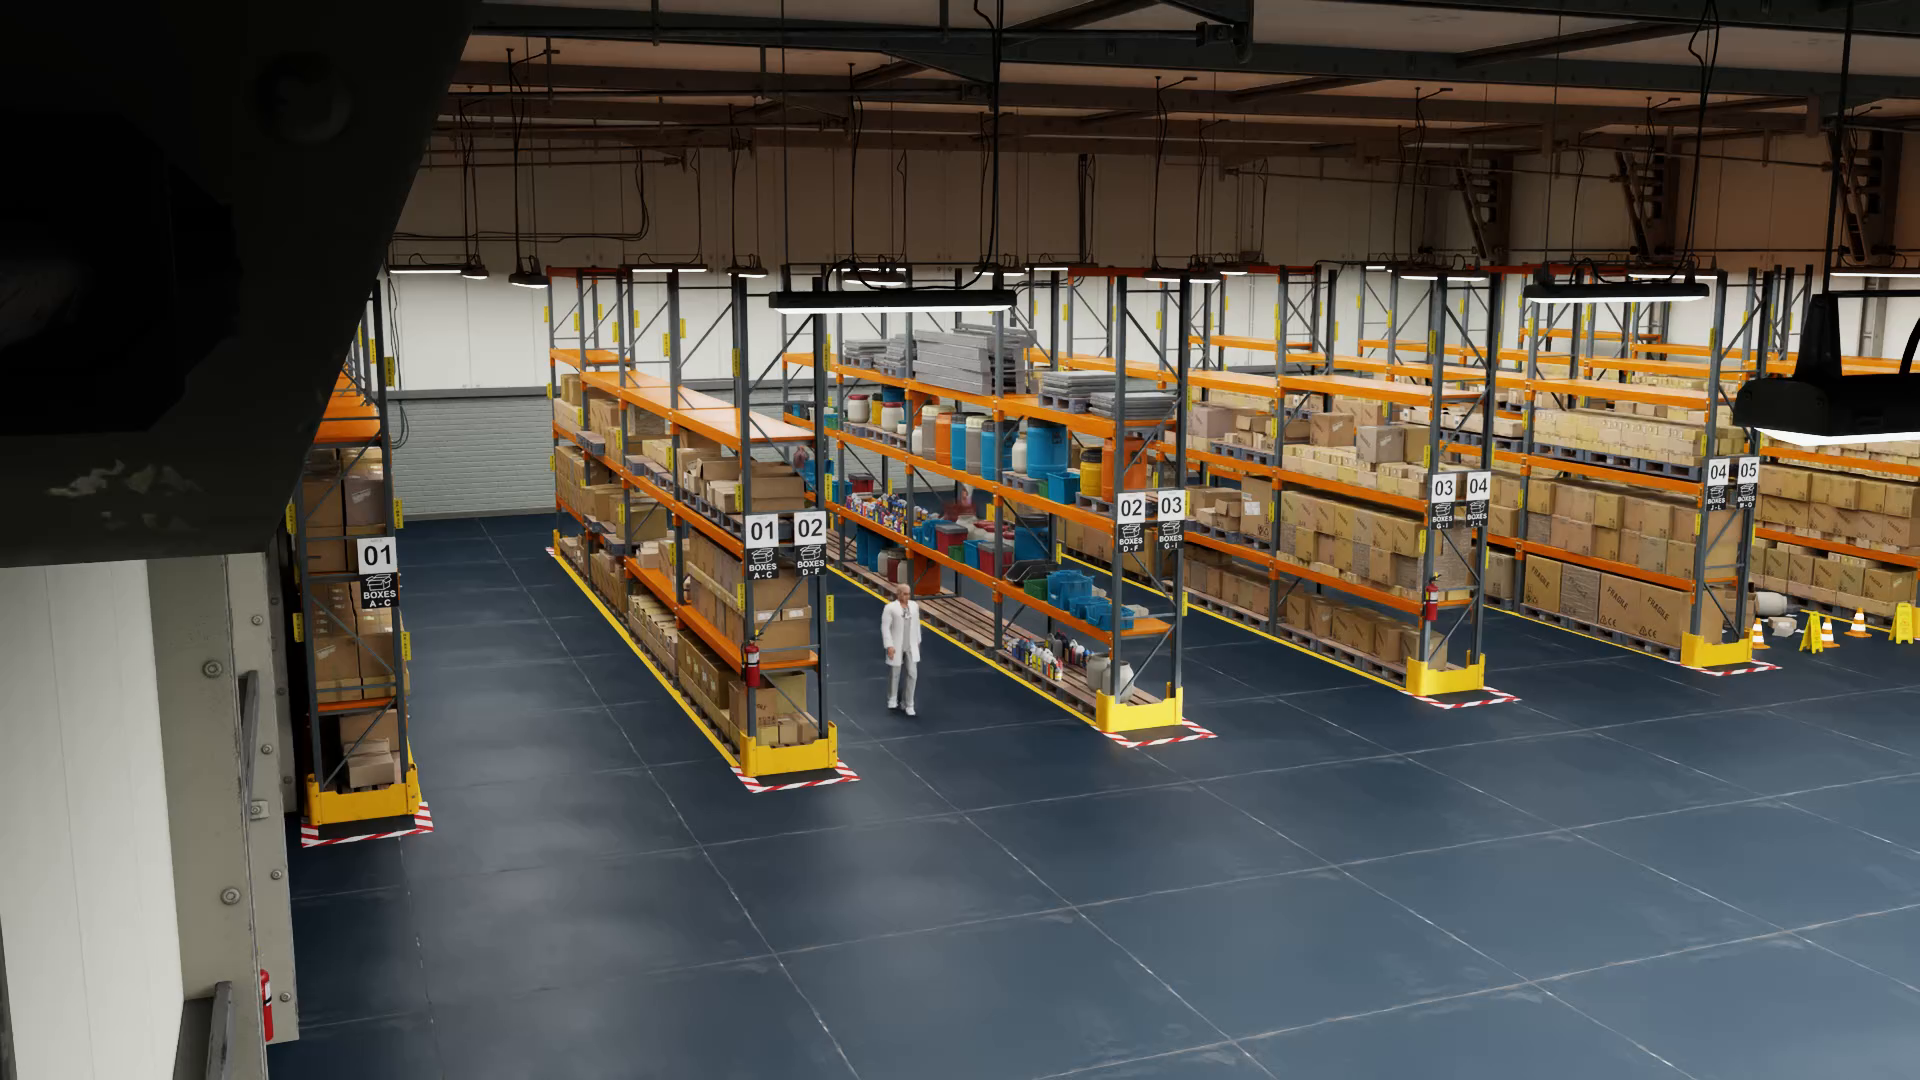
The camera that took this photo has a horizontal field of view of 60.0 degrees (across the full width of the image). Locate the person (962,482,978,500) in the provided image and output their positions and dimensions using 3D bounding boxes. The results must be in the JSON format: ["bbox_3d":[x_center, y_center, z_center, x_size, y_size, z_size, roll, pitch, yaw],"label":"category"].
[{"bbox_3d":[0.142,-1.361,39.357,0.756,1.754,0.584,-5,11,-28],"label":"person"}]

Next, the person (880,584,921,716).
[{"bbox_3d":[-0.790,1.524,23.008,0.648,1.855,0.691,-4,11,-22],"label":"person"}]

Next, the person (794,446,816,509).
[{"bbox_3d":[-3.915,-1.594,40.653,0.958,1.749,0.539,0,10,0],"label":"person"}]

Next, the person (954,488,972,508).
[{"bbox_3d":[0.033,-0.302,33.781,0.437,1.550,0.893,-4,11,-22],"label":"person"}]
